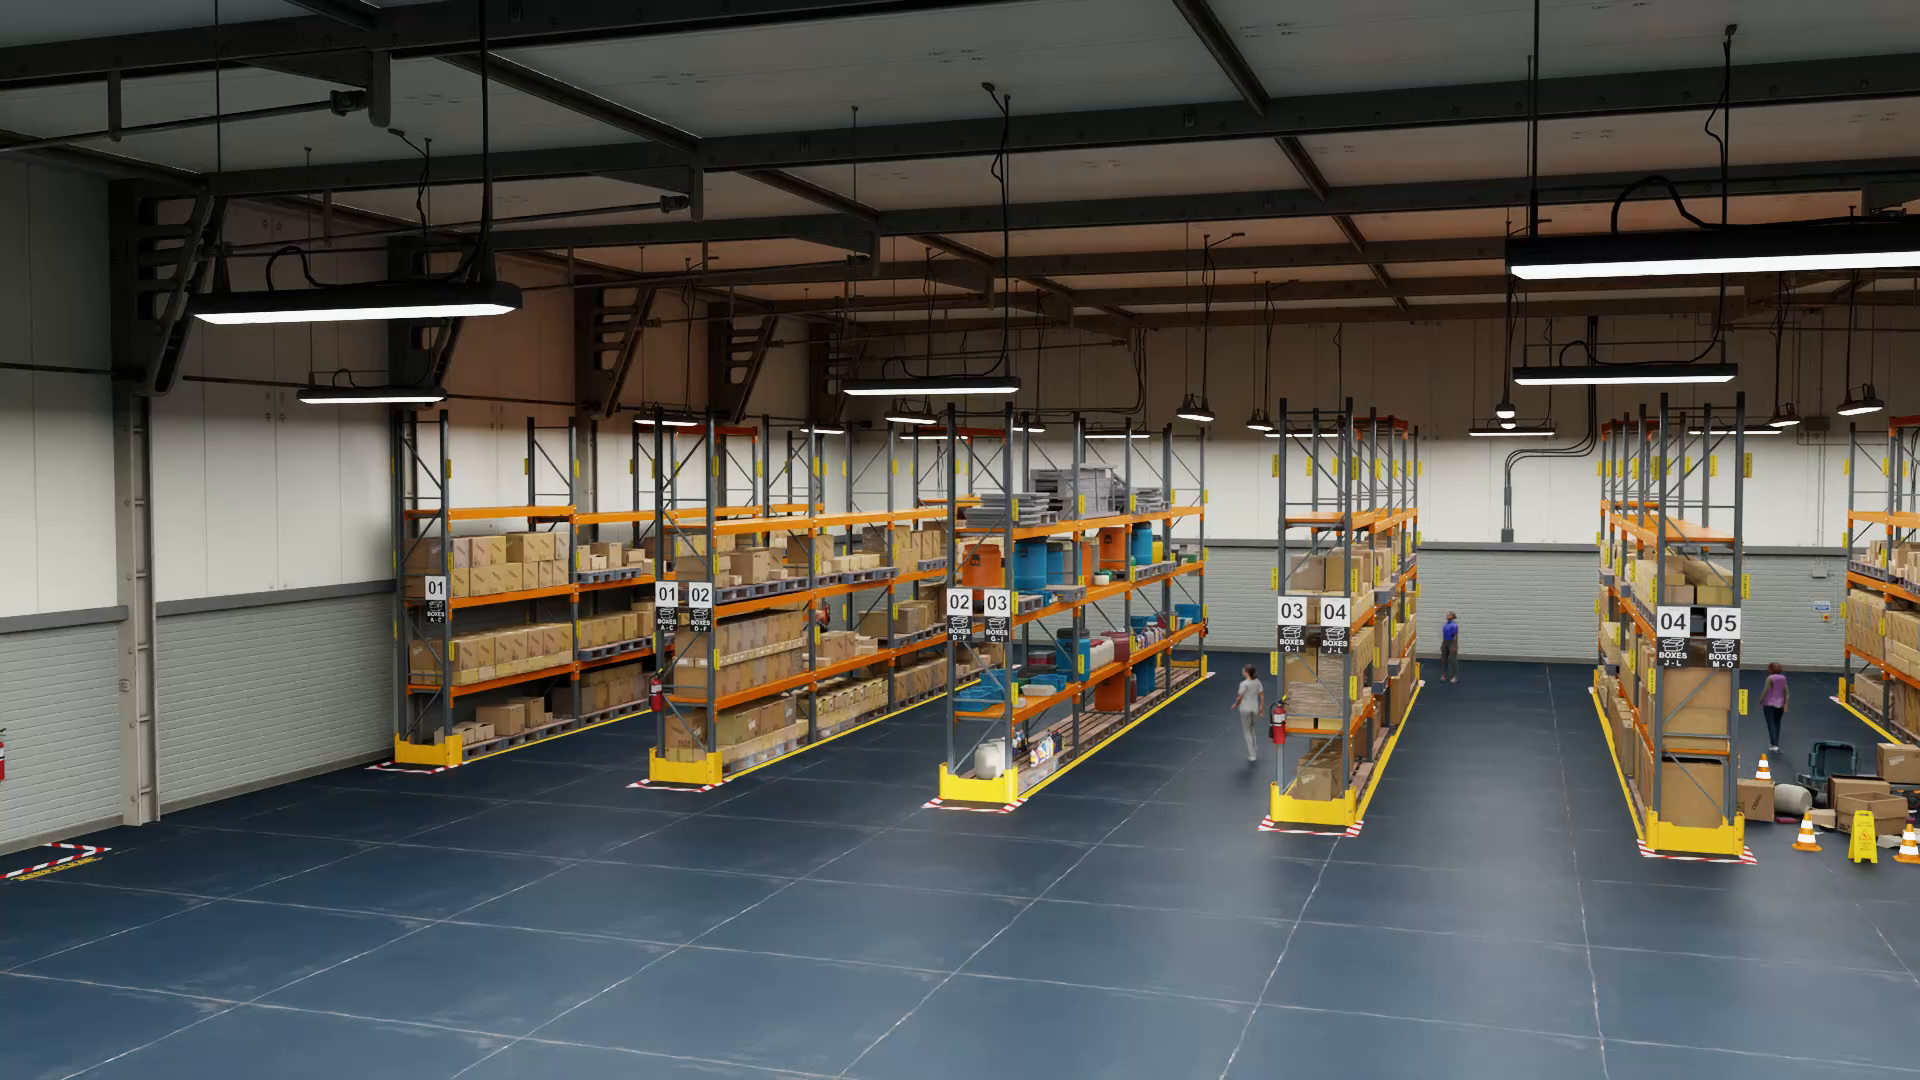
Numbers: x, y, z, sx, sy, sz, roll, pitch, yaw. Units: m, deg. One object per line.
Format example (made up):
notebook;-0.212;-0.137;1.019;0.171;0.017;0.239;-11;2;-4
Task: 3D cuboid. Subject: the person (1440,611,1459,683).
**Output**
person;11.503;2.496;39.064;0.328;1.664;0.486;-2;3;-33

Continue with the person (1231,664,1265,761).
person;5.000;2.981;28.620;0.518;1.710;0.542;-1;3;-16

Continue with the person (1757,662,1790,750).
person;14.433;2.932;29.504;0.502;1.565;0.890;1;3;15

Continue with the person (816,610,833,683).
person;-3.181;2.496;38.626;0.530;1.725;0.601;1;3;31
